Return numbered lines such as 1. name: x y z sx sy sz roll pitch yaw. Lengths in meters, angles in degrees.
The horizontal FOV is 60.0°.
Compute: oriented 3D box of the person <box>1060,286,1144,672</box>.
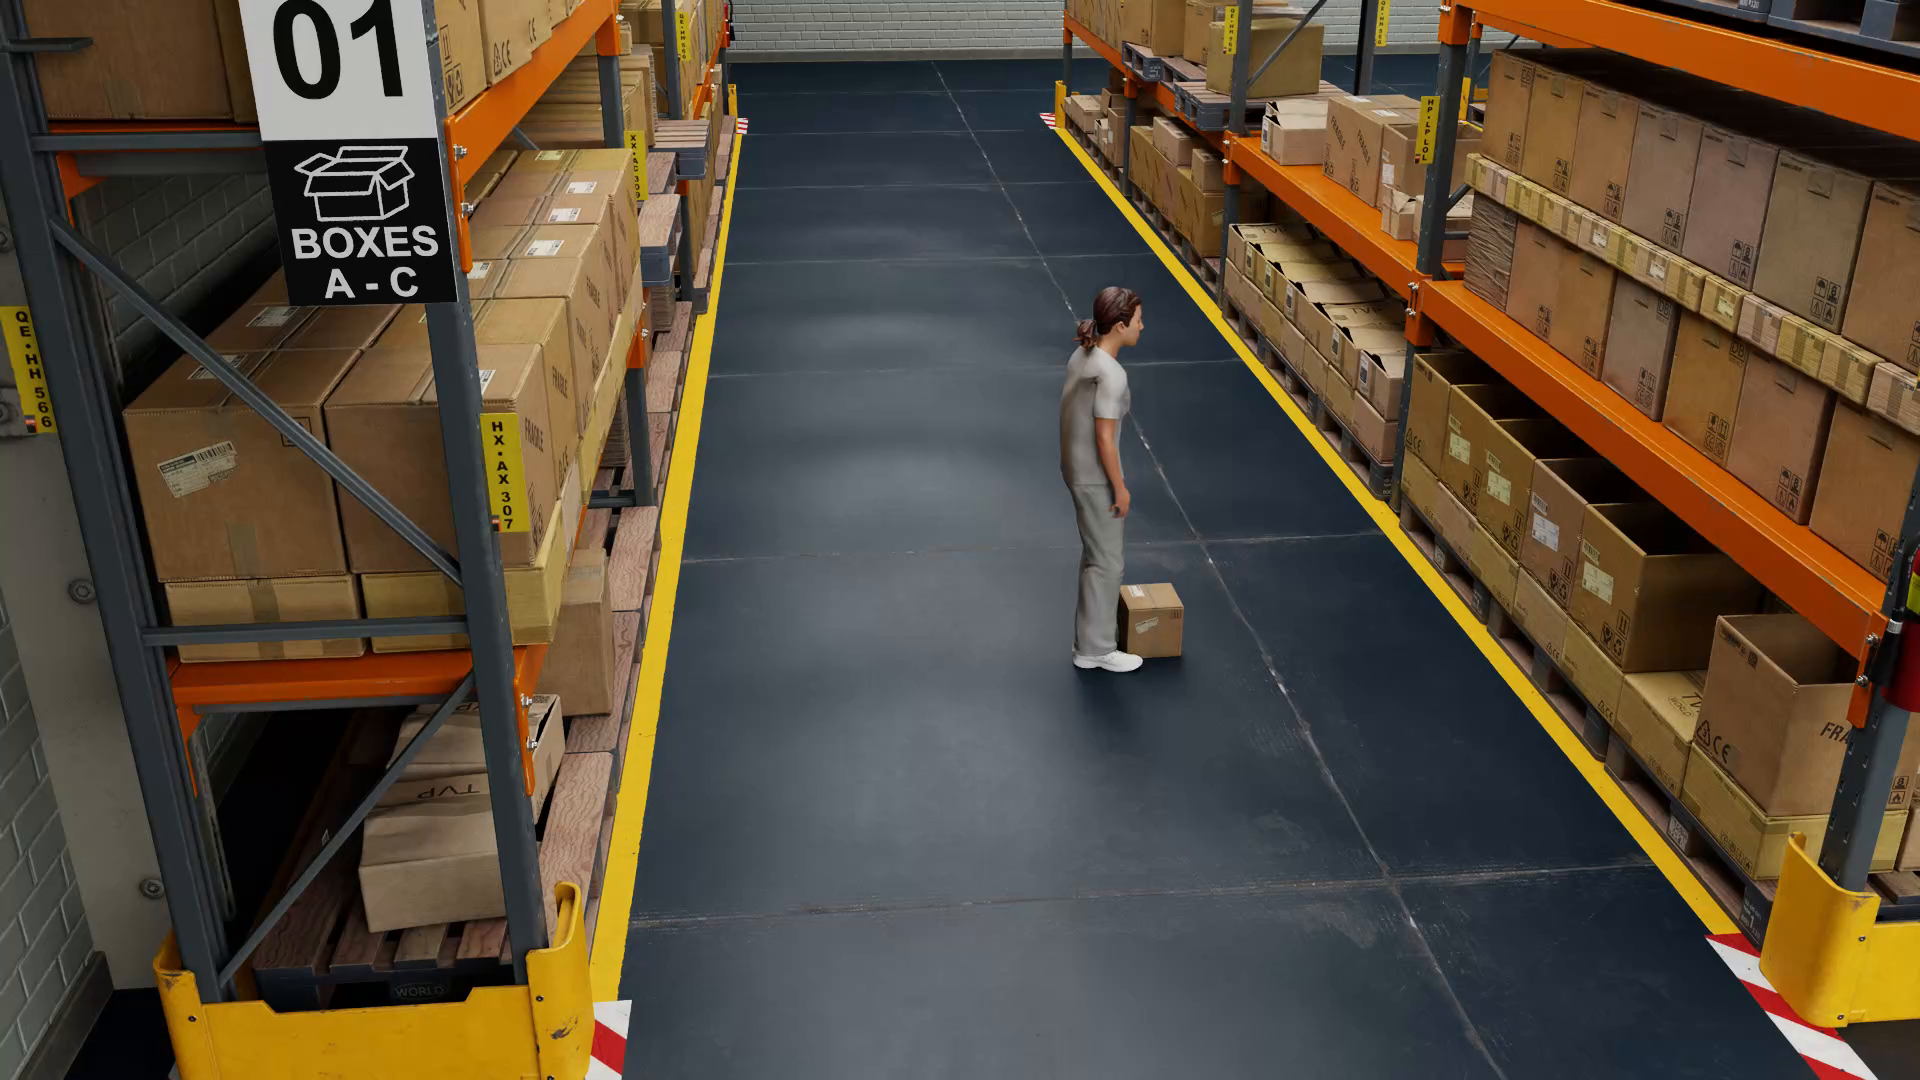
1. person: 0.639 -0.275 7.226 0.407 1.673 0.511 -3 24 -7
